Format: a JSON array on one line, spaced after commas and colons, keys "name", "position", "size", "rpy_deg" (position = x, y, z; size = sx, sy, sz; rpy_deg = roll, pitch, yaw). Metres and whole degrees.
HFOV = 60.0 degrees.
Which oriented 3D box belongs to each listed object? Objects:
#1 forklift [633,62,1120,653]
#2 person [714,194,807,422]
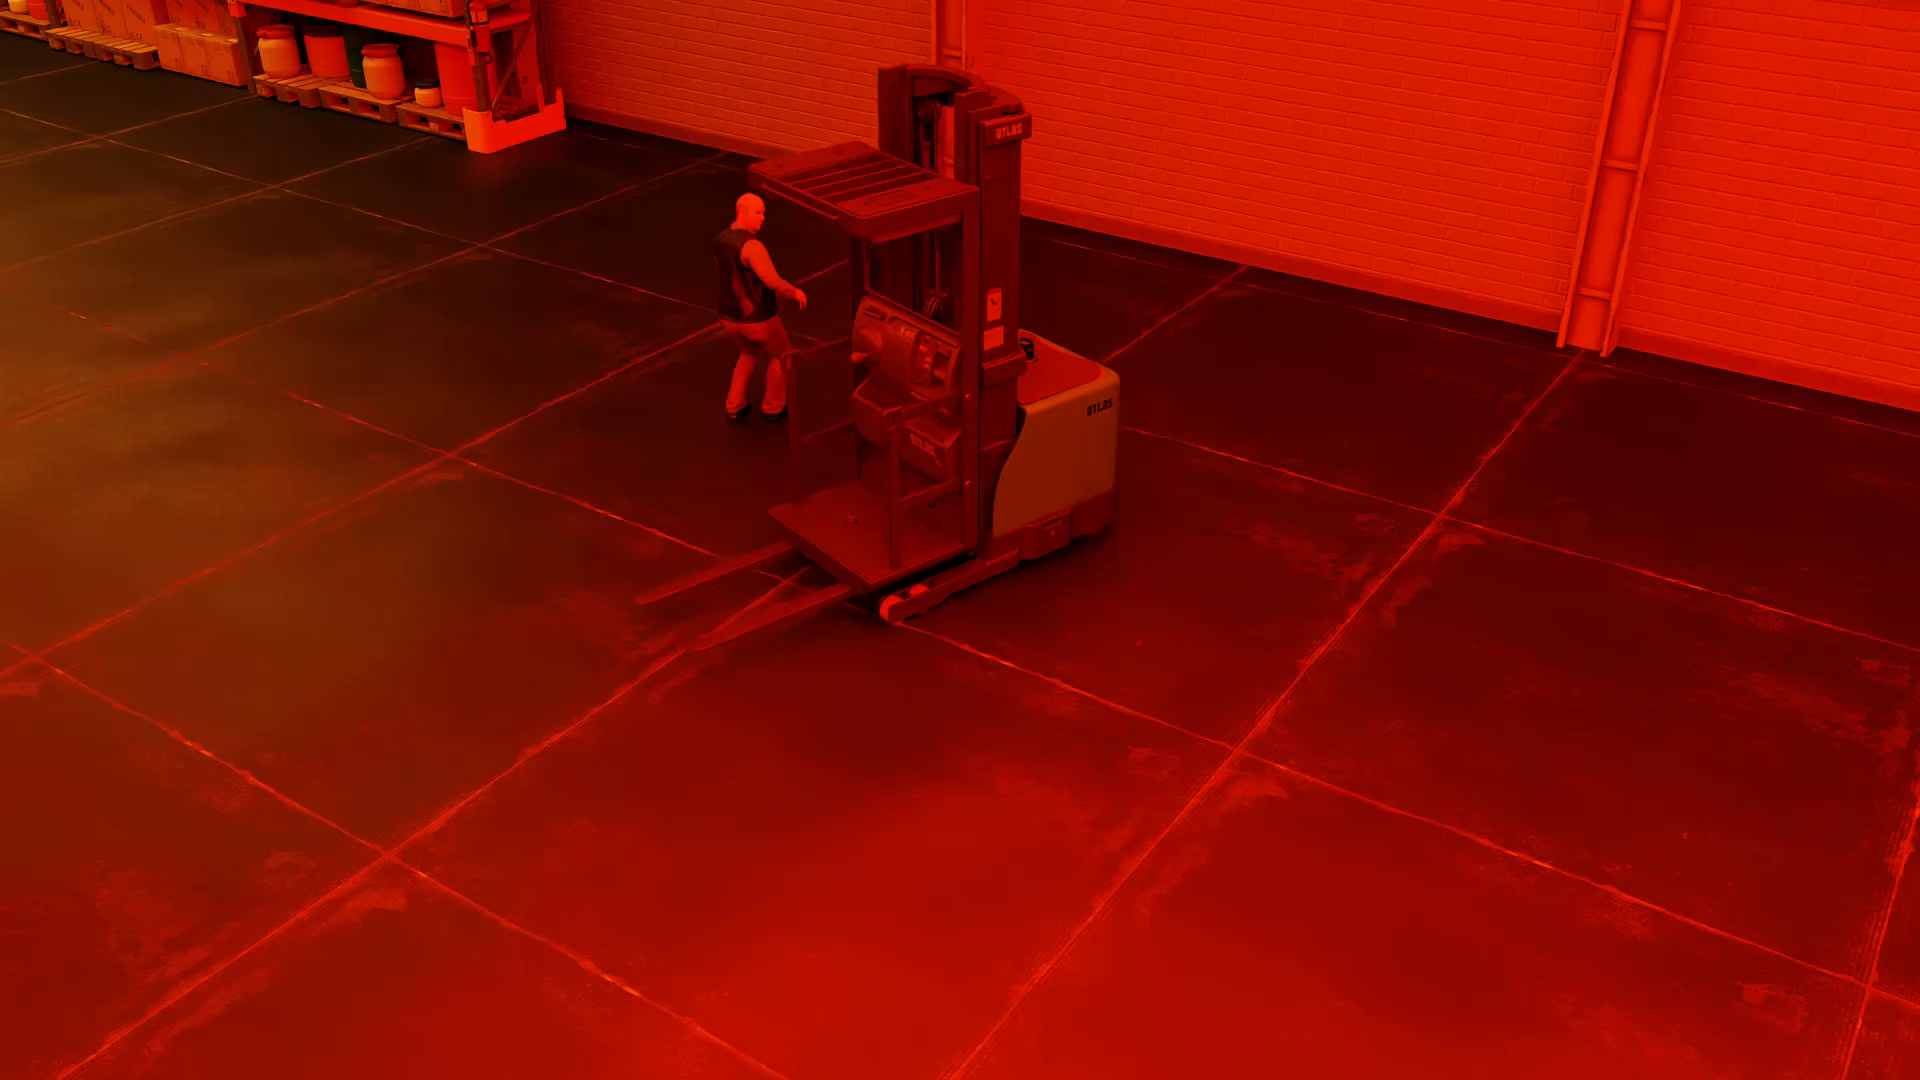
[{"name": "forklift", "position": [-0.475, -1.075, 9.432], "size": [3.031, 2.935, 1.130], "rpy_deg": [-22, 37, -33]}, {"name": "person", "position": [-1.413, -1.611, 11.665], "size": [0.762, 1.682, 0.635], "rpy_deg": [23, 37, 34]}]
